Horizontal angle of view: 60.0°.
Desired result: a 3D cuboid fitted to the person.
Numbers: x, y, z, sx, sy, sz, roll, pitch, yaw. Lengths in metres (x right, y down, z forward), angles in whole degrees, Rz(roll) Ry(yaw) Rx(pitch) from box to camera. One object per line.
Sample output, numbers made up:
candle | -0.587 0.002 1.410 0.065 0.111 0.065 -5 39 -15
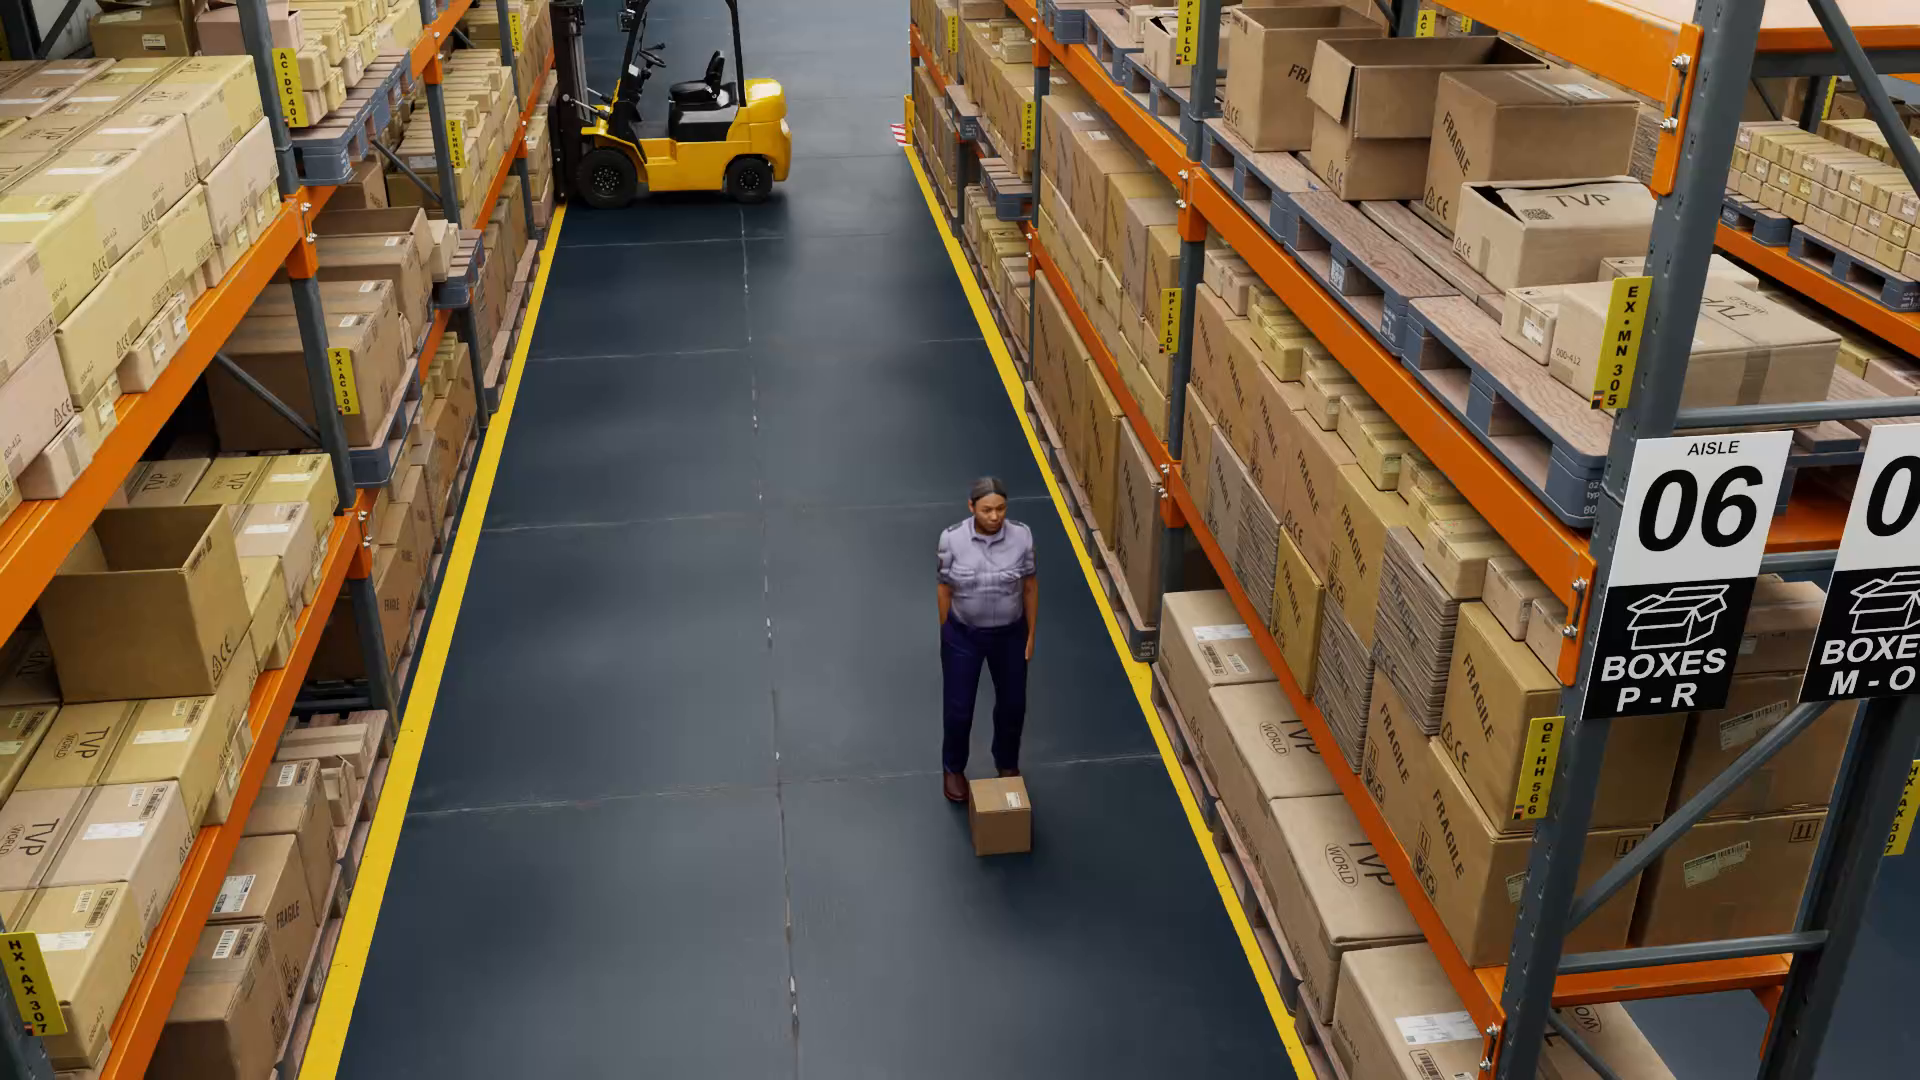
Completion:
person | 0.132 0.466 7.766 0.469 1.663 0.342 -3 27 -6
